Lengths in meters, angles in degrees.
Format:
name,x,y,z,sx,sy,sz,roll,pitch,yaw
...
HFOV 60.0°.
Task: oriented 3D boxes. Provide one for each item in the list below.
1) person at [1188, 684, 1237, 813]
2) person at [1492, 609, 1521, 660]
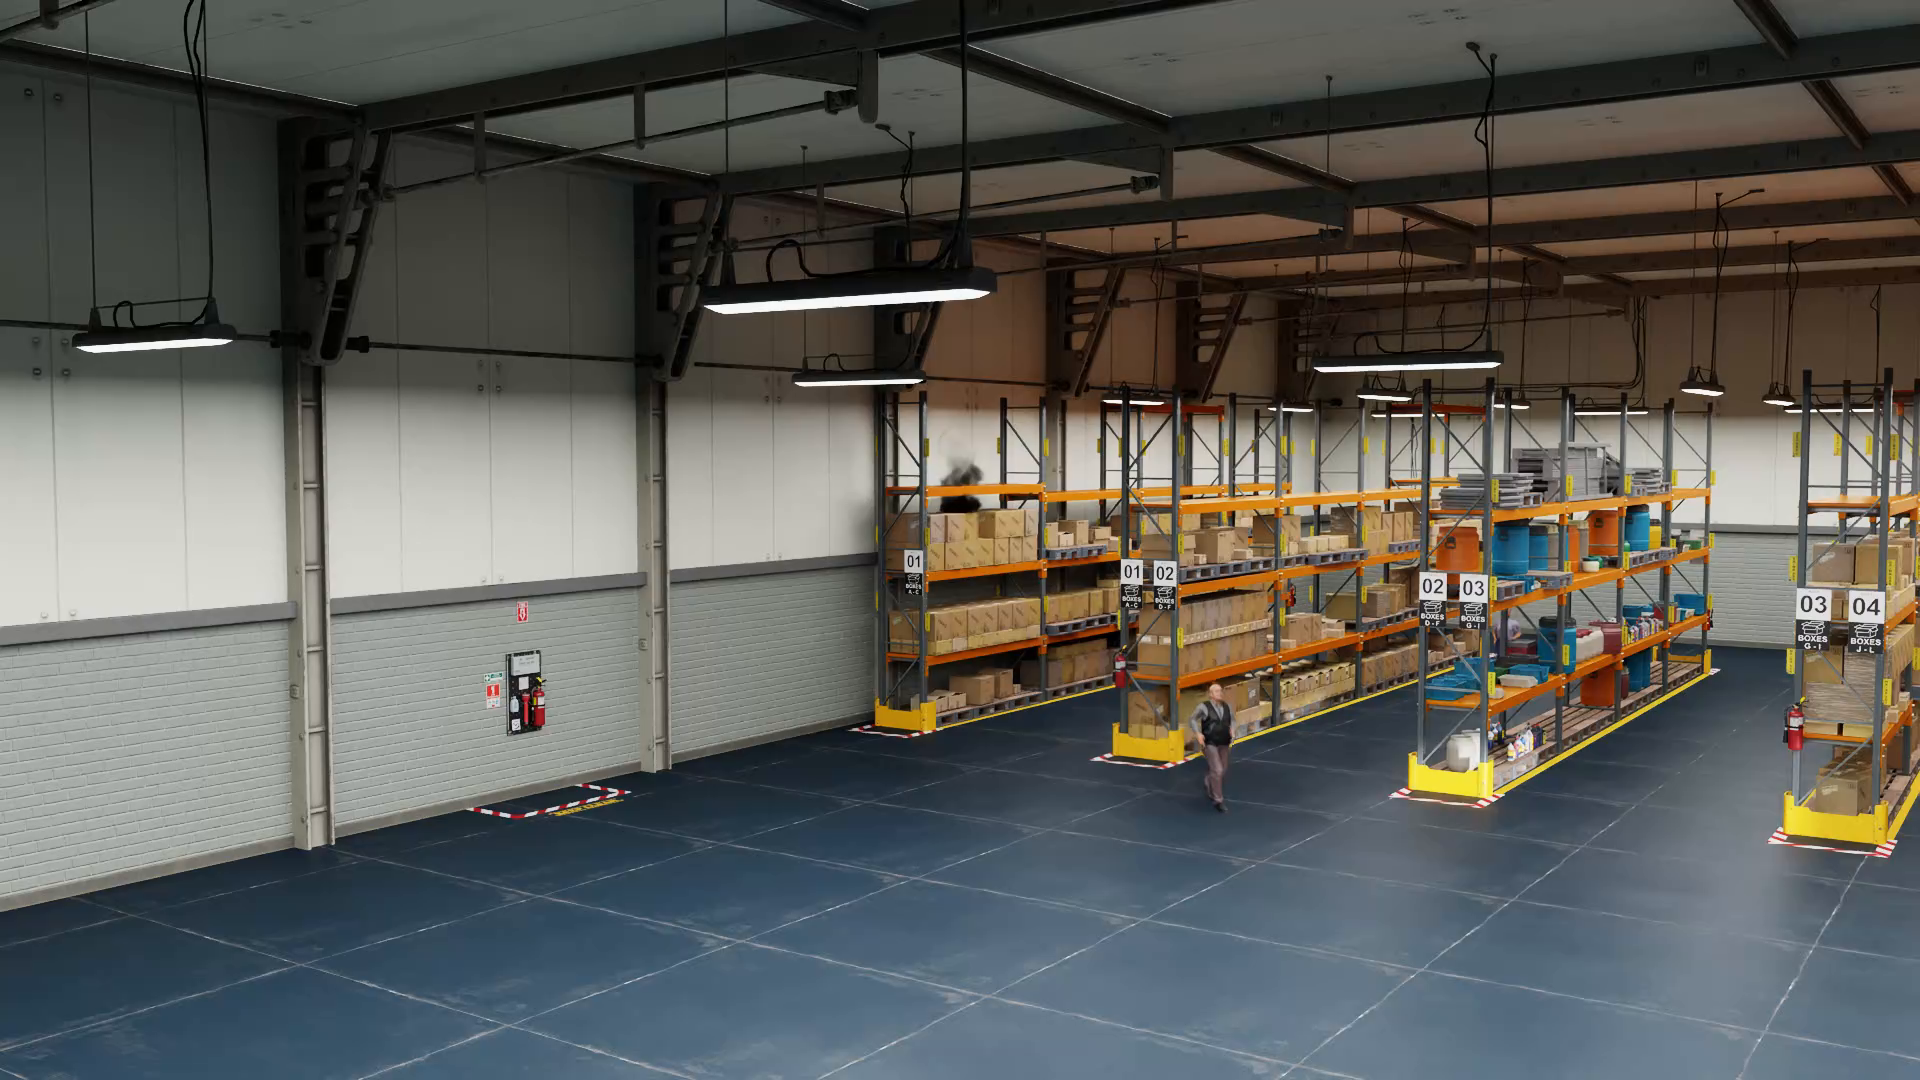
name,x,y,z,sx,sy,sz,roll,pitch,yaw
person,3.532,2.860,23.112,0.671,1.727,0.822,-1,3,-22
person,11.585,2.238,35.301,0.594,1.587,0.537,2,4,27
